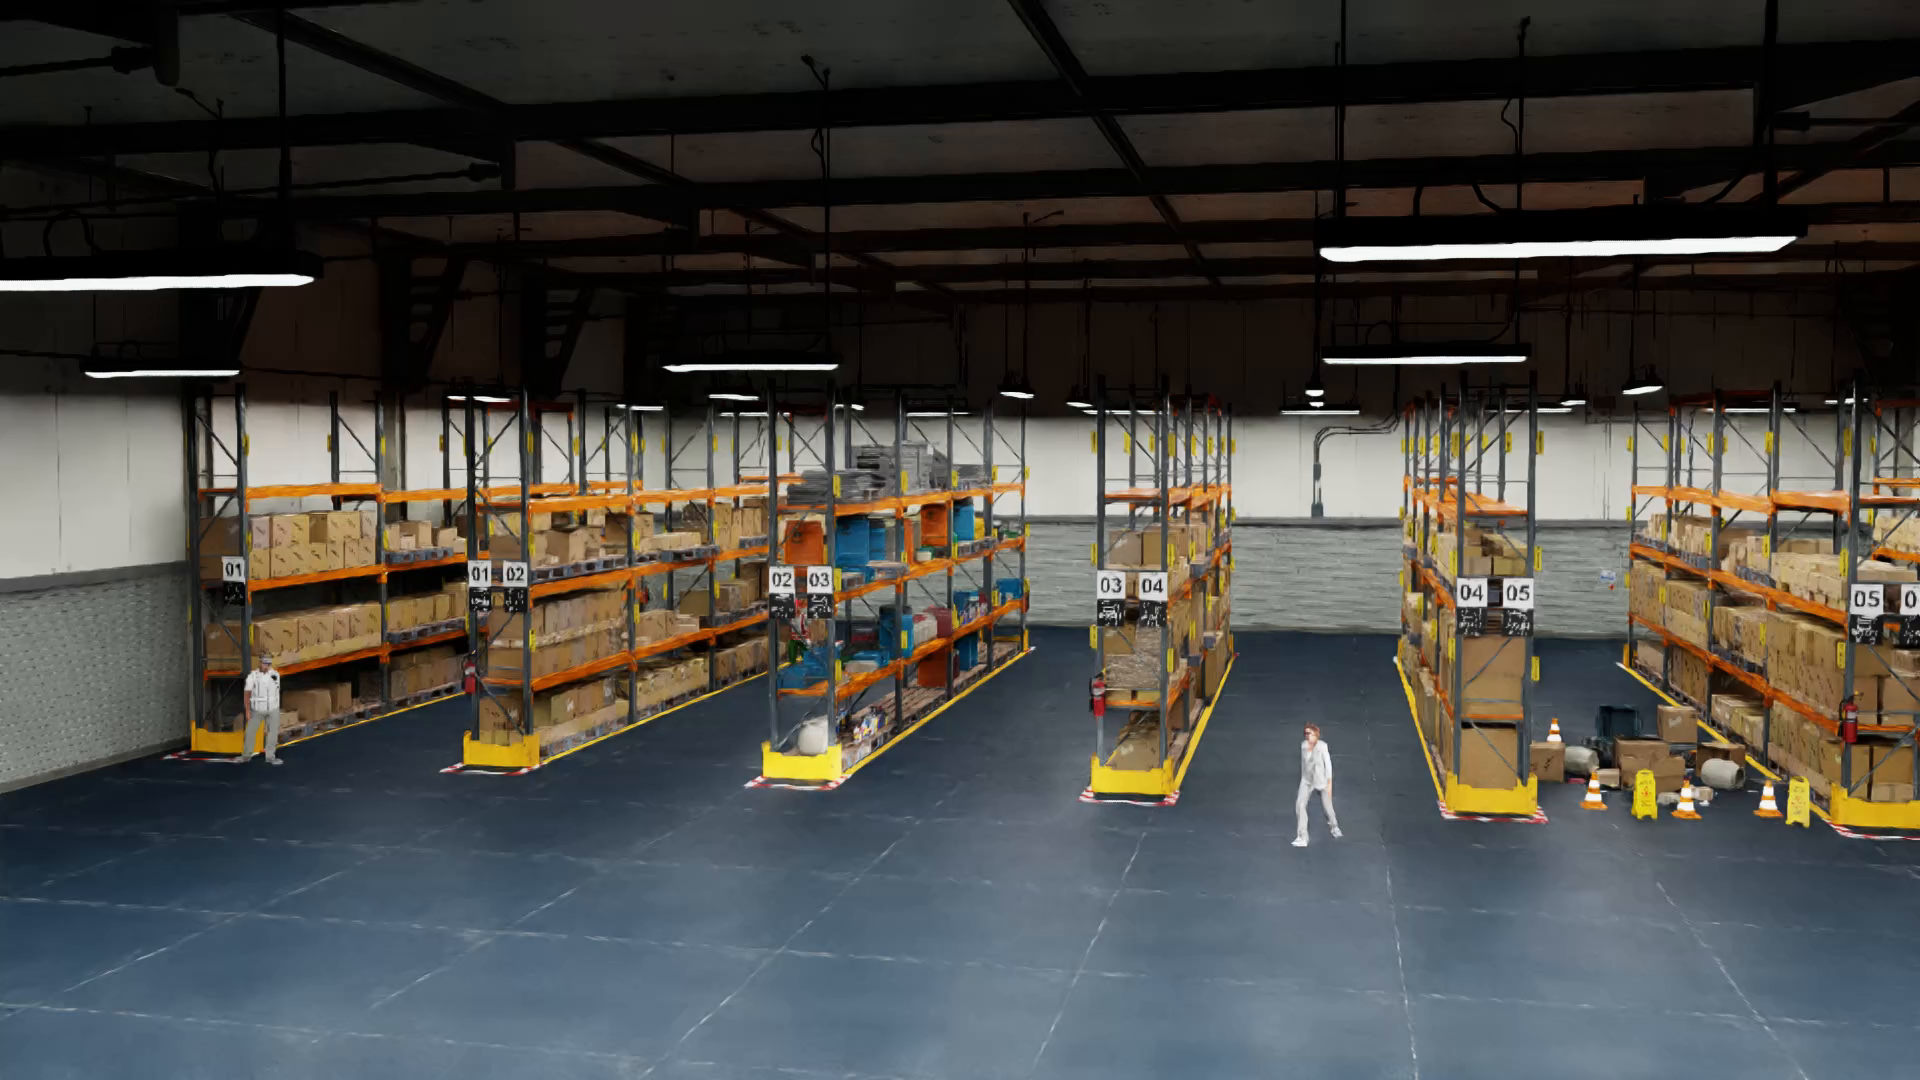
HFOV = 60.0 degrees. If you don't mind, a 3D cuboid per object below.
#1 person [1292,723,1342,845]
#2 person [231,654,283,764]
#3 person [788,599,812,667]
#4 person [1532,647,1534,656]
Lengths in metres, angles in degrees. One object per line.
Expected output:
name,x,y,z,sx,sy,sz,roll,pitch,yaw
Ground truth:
person,4.491,3.032,20.870,0.461,1.531,0.866,2,4,34
person,-11.011,2.646,26.018,0.735,1.748,0.524,-2,4,-33
person,-3.415,2.117,35.287,0.564,1.734,1.044,1,3,11
person,12.915,1.949,38.414,0.622,1.722,0.644,0,3,-5
